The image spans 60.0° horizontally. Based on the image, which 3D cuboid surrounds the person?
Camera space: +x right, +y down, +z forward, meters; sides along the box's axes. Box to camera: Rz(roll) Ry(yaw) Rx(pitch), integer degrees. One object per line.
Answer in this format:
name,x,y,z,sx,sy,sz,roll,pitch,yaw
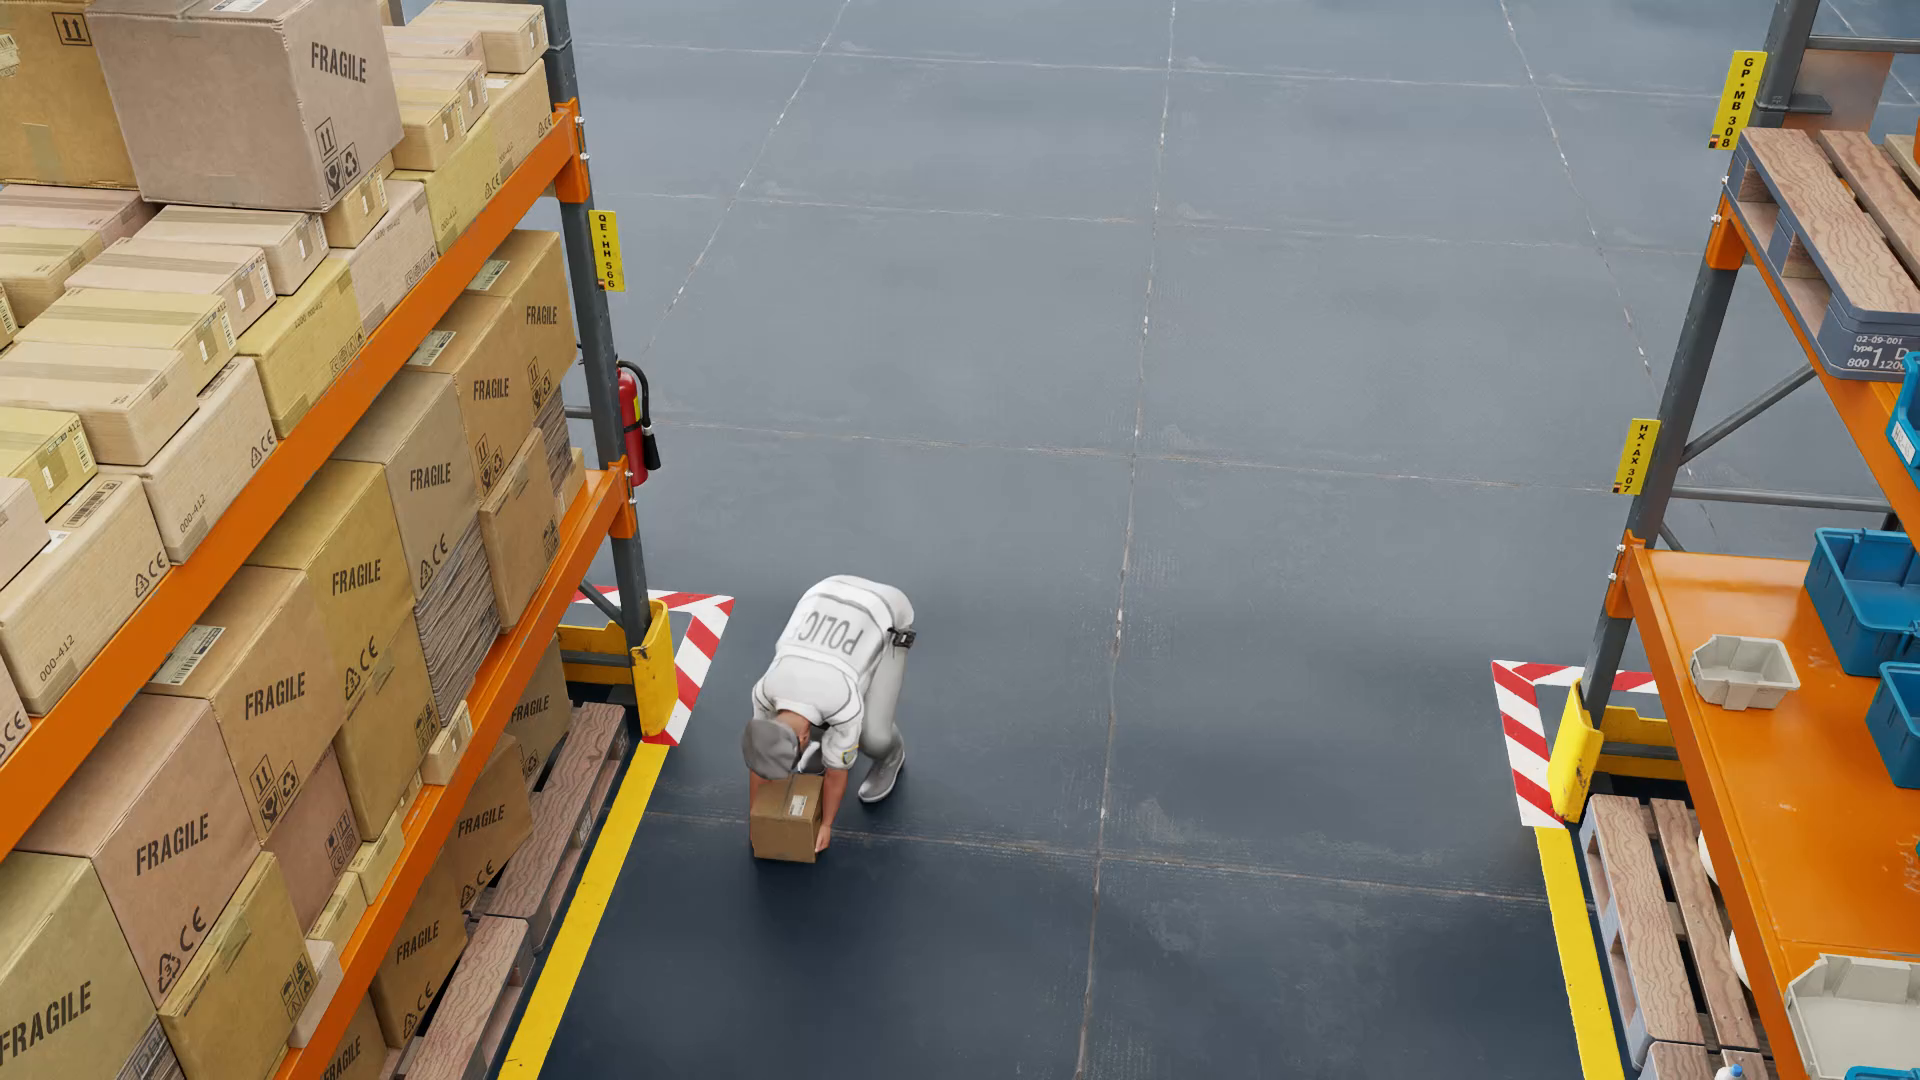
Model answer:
person,-0.540,0.711,6.763,0.544,0.928,1.021,16,39,20
